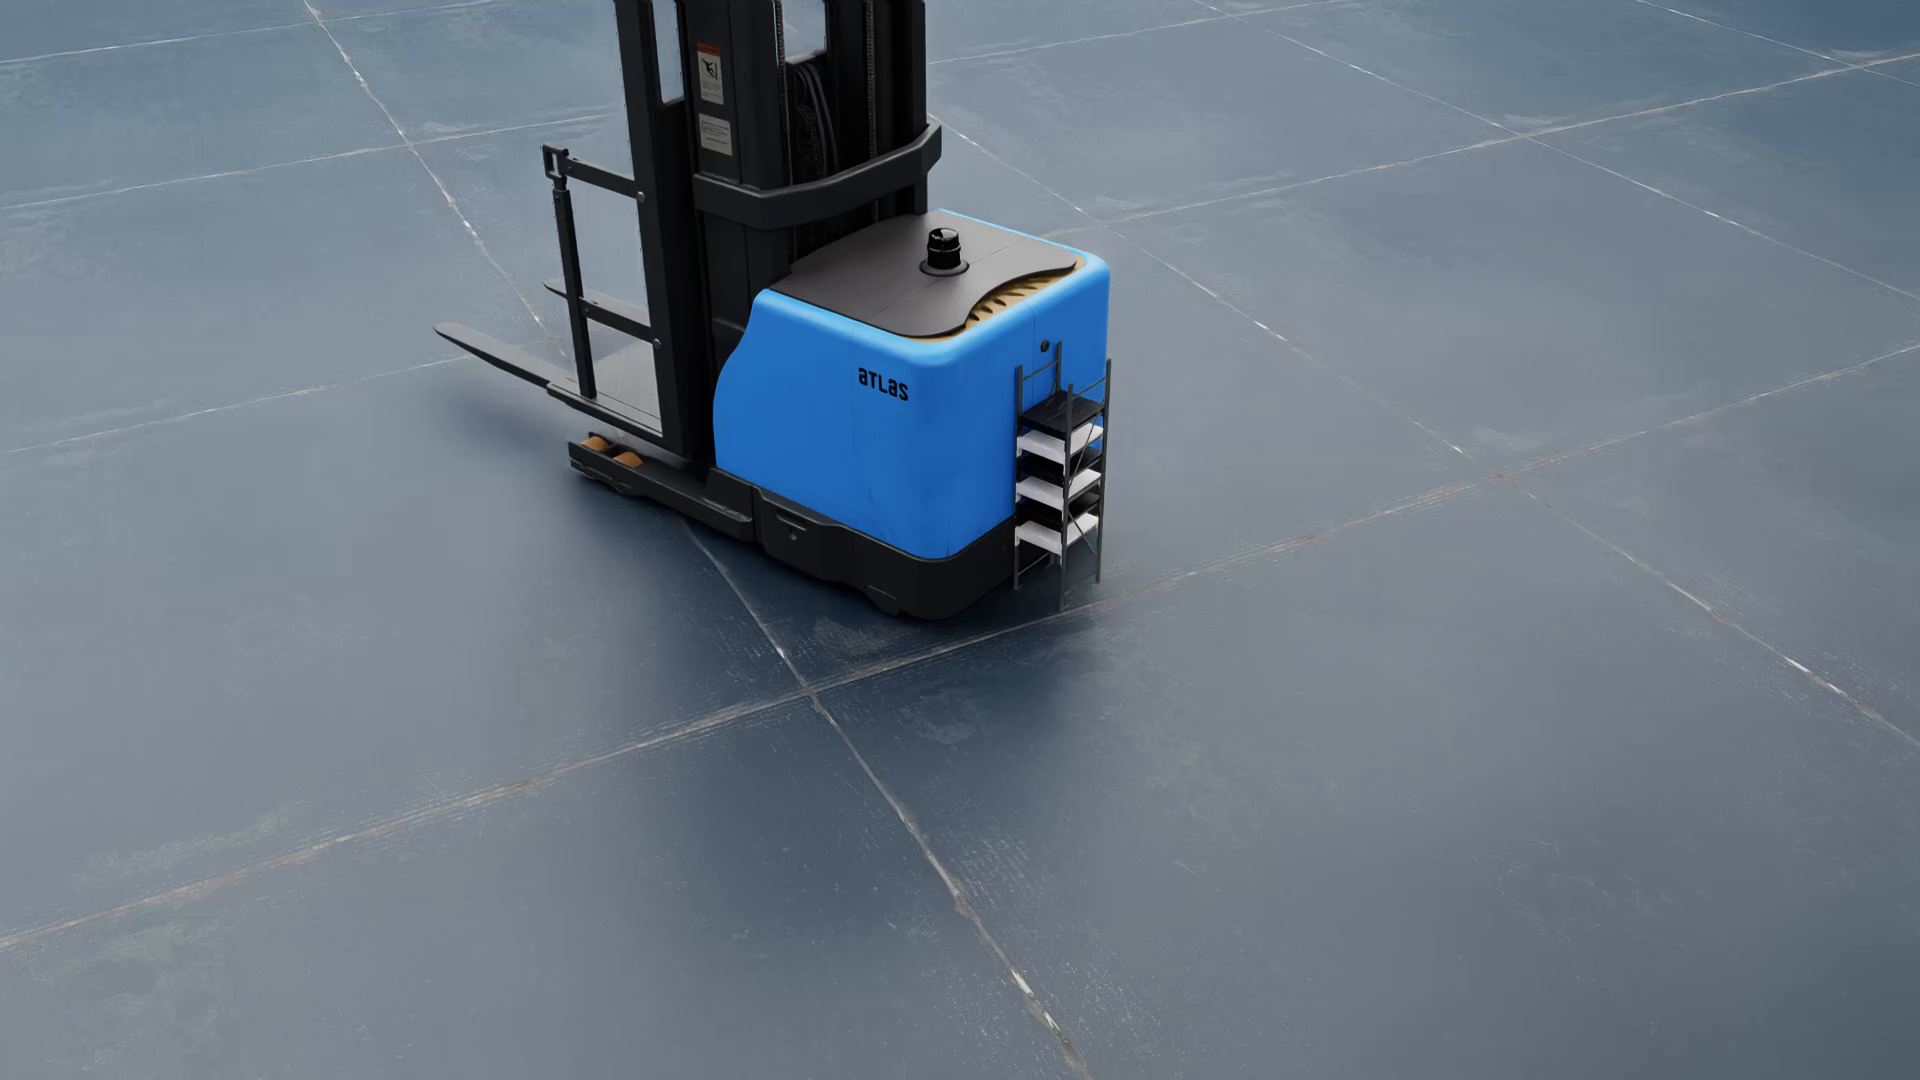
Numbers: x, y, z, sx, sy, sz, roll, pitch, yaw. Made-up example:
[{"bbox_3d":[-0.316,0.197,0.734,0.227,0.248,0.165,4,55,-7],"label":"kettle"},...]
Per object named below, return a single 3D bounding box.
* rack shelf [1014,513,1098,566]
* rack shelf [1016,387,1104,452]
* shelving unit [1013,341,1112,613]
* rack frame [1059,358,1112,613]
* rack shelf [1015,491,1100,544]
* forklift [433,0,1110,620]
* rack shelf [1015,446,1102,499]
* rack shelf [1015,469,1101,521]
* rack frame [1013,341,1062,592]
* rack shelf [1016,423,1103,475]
[{"bbox_3d":[0.347,-0.030,5.857,0.200,0.077,0.258,23,39,32],"label":"rack shelf"},{"bbox_3d":[0.347,-0.408,5.615,0.200,0.077,0.258,23,39,32],"label":"rack shelf"},{"bbox_3d":[0.347,-0.209,5.742,0.210,0.900,0.258,23,39,32],"label":"shelving unit"},{"bbox_3d":[0.427,-0.175,5.689,0.006,0.900,0.240,23,39,32],"label":"rack frame"},{"bbox_3d":[0.347,-0.105,5.809,0.200,0.077,0.258,23,39,32],"label":"rack shelf"},{"bbox_3d":[-0.924,-1.609,6.044,3.031,2.935,1.130,23,39,32],"label":"forklift"},{"bbox_3d":[0.347,-0.257,5.712,0.200,0.077,0.258,23,39,32],"label":"rack shelf"},{"bbox_3d":[0.347,-0.181,5.760,0.200,0.077,0.258,23,39,32],"label":"rack shelf"},{"bbox_3d":[0.268,-0.244,5.796,0.006,0.900,0.240,23,39,32],"label":"rack frame"},{"bbox_3d":[0.347,-0.333,5.663,0.200,0.077,0.258,23,39,32],"label":"rack shelf"}]
